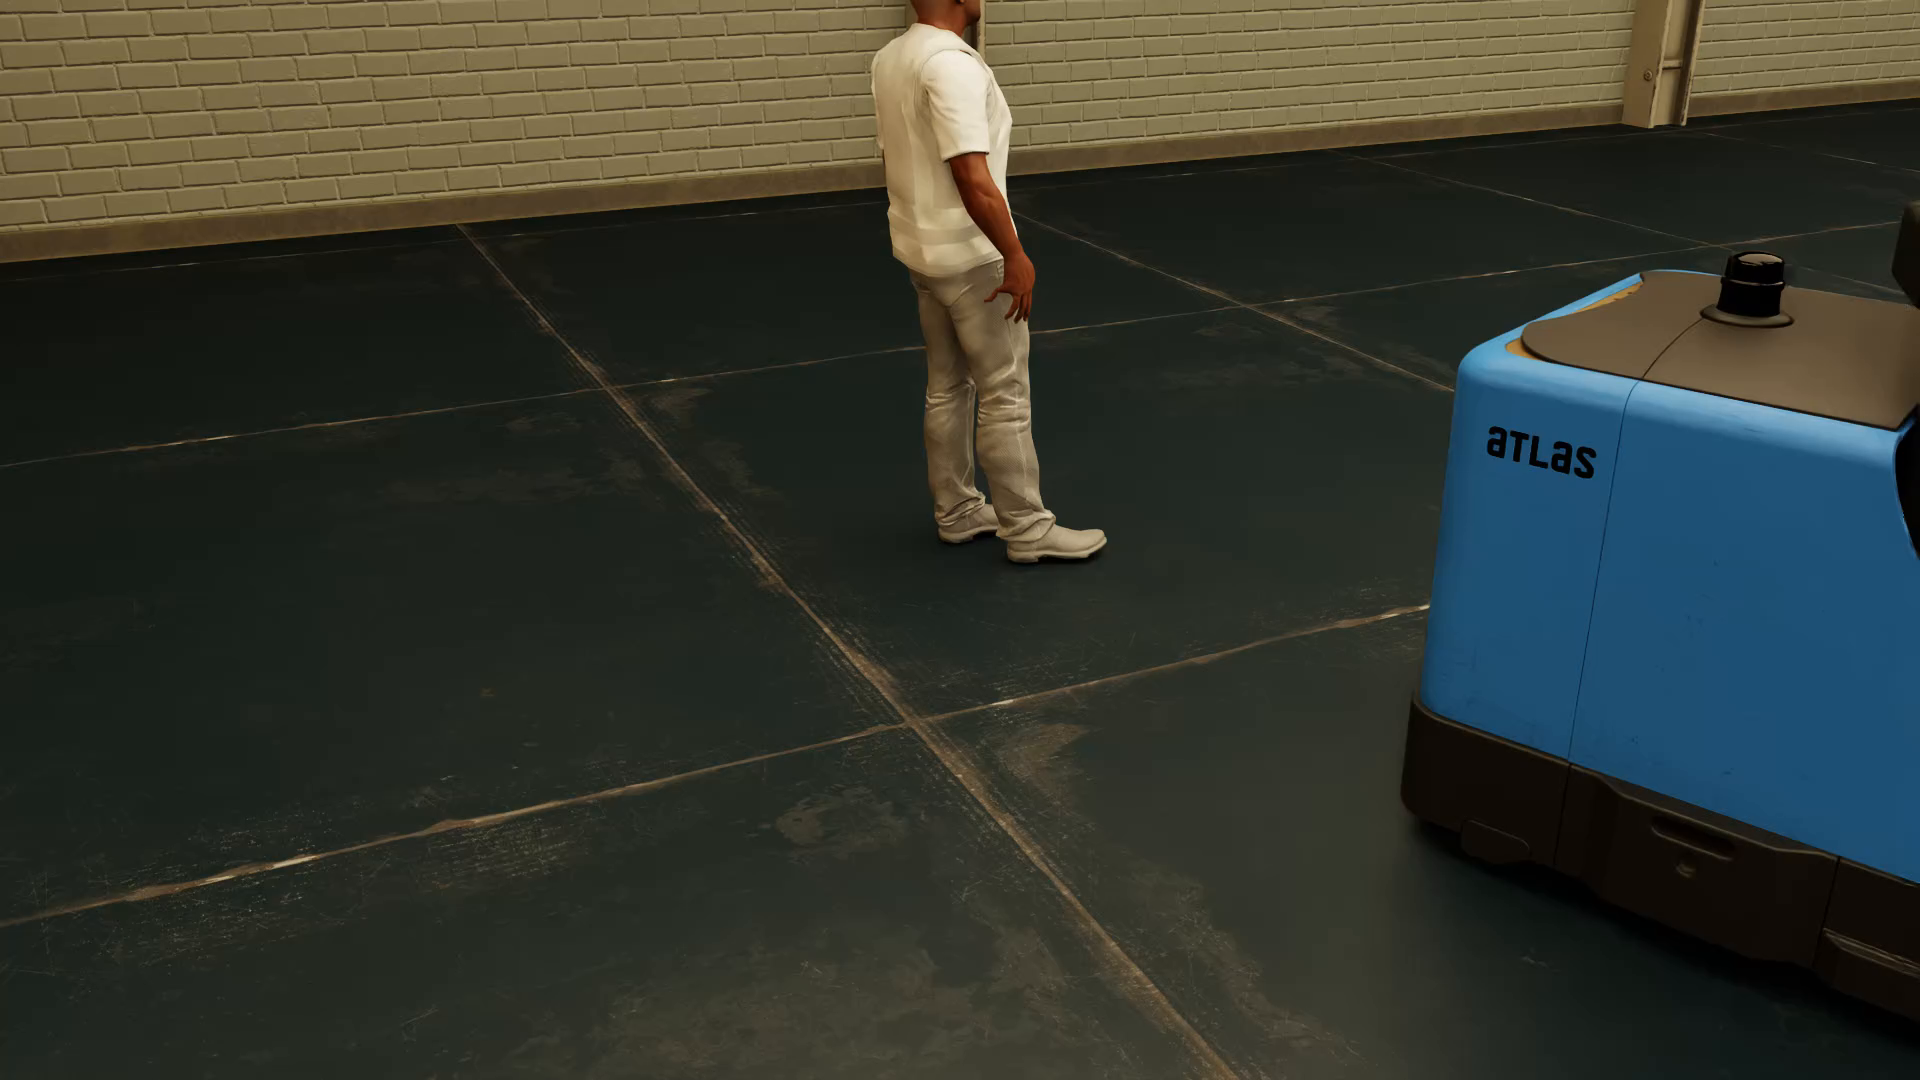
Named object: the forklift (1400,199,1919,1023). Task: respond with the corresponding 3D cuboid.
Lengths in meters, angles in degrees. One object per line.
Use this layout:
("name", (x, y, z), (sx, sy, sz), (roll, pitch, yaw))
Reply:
("forklift", (2.382, -0.485, 2.455), (3.031, 2.935, 1.130), (19, 29, 38))

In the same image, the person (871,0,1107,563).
("person", (0.066, -0.832, 4.789), (0.575, 1.768, 0.666), (-10, 25, -23))
